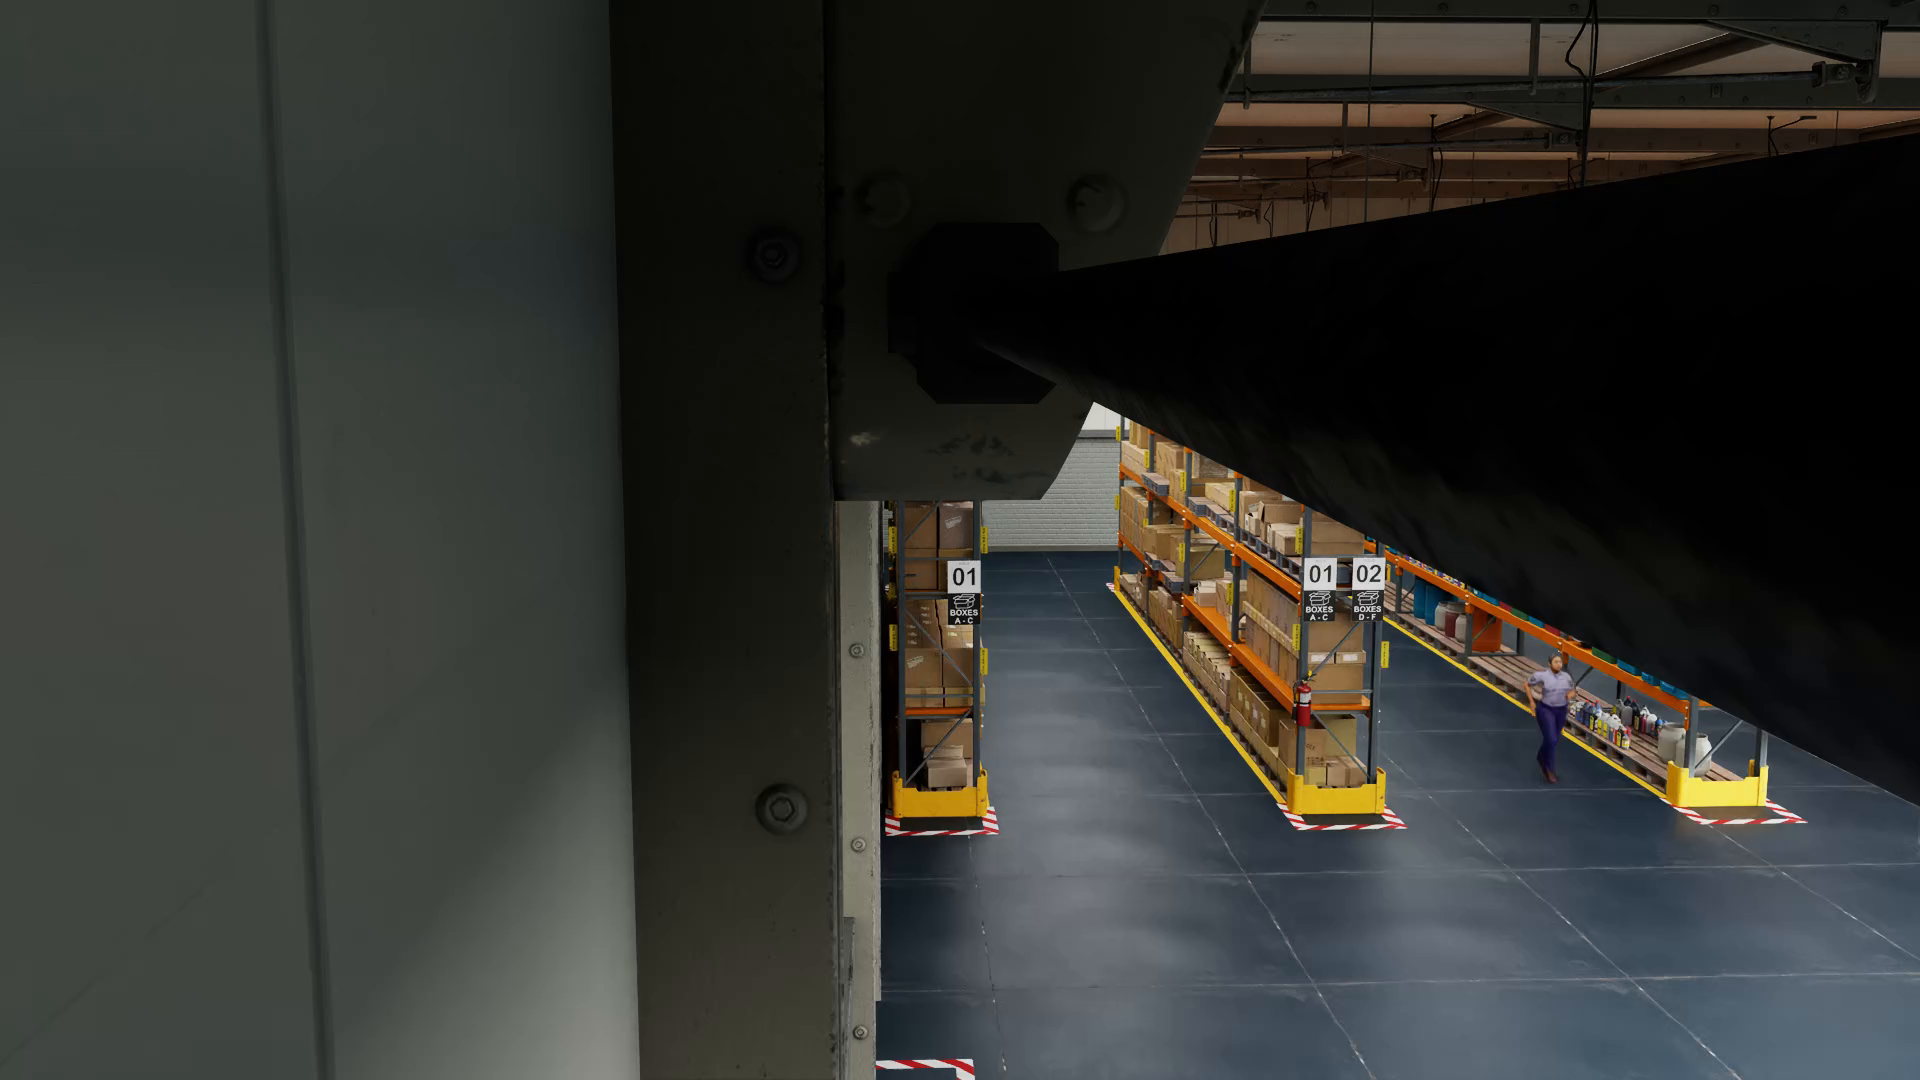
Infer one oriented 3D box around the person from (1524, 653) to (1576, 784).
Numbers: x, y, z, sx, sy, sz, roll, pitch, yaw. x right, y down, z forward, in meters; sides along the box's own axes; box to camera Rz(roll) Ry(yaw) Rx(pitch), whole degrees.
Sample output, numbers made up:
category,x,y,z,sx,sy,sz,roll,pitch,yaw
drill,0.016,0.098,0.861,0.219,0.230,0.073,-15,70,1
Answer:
category,x,y,z,sx,sy,sz,roll,pitch,yaw
person,7.880,2.350,22.112,0.581,1.712,0.676,-2,8,-13
